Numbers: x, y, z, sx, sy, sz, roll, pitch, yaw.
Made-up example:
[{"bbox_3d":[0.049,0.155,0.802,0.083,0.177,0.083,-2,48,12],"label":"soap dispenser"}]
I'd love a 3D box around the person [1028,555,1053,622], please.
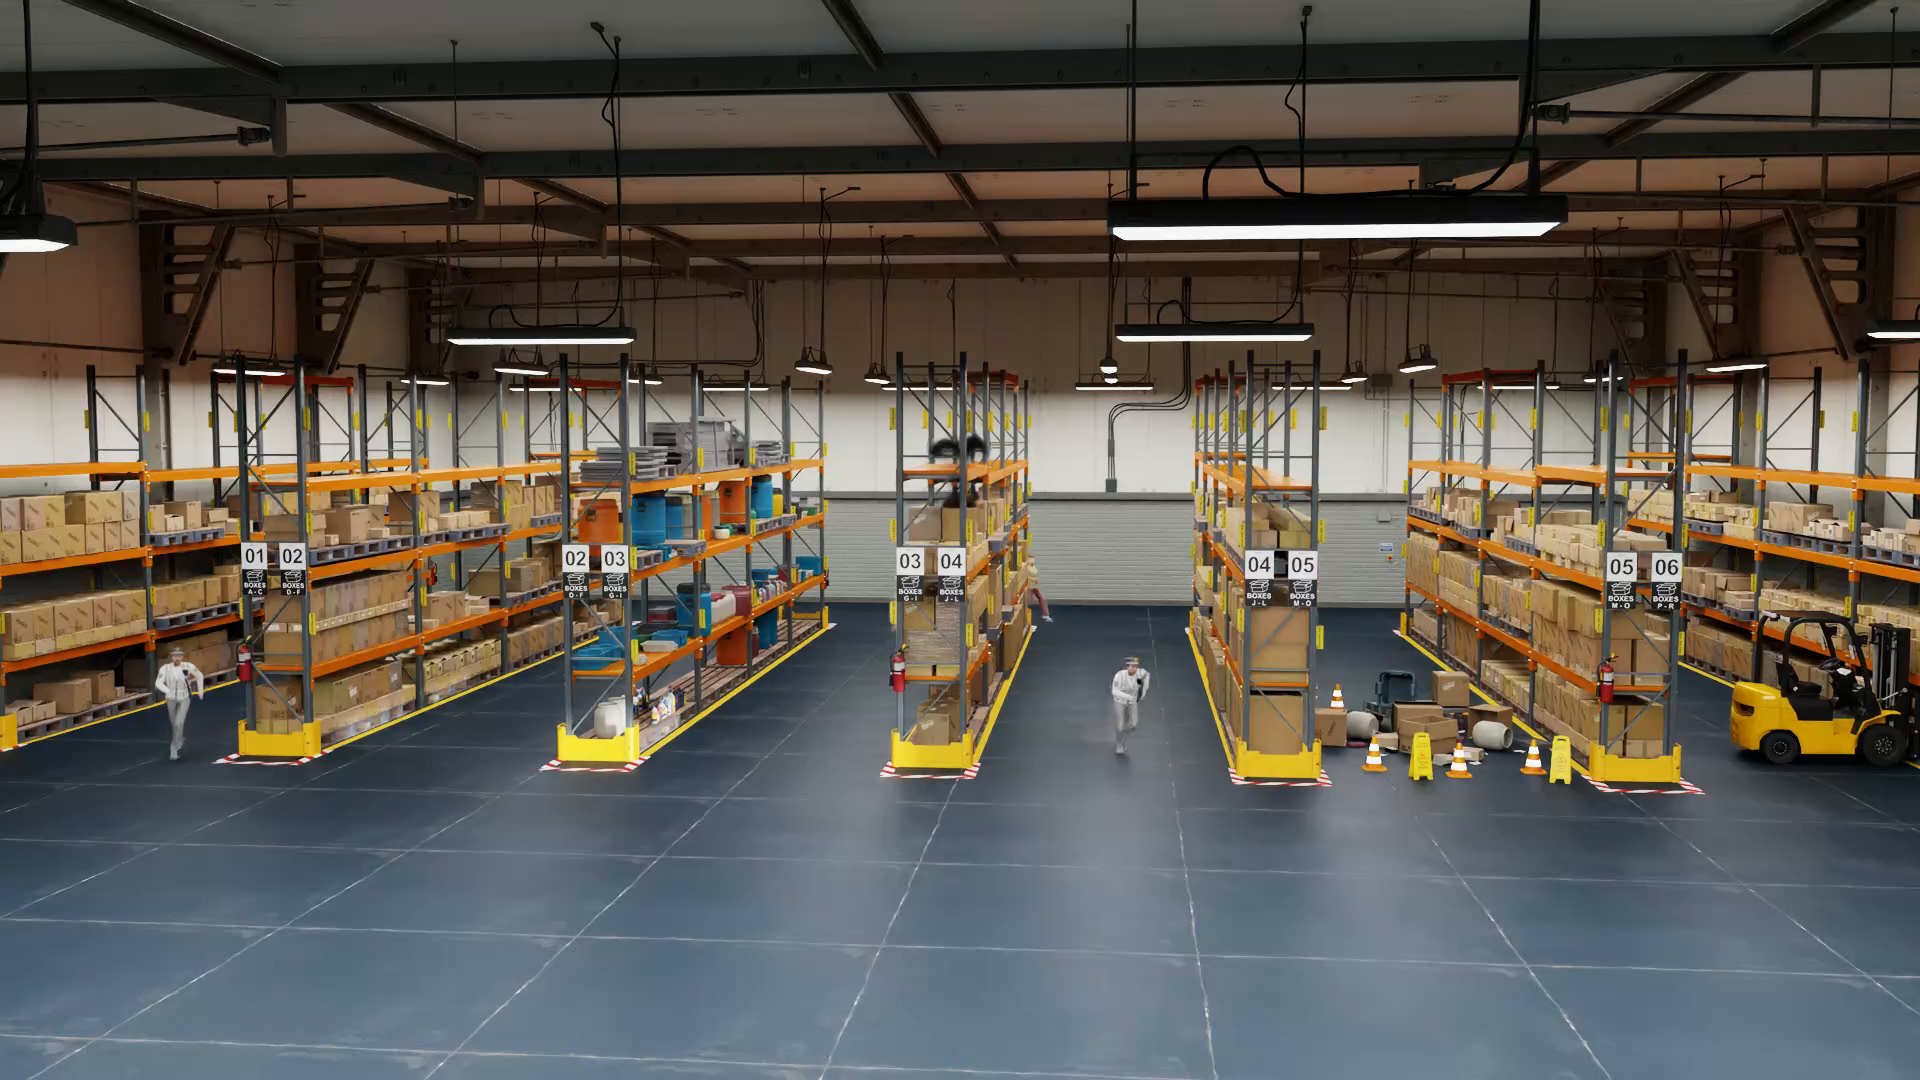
[{"bbox_3d":[1.795,1.210,41.704,0.971,1.660,0.595,3,5,37],"label":"person"}]

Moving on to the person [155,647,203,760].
[{"bbox_3d":[-11.722,2.409,25.005,0.592,1.686,0.845,-1,4,-11],"label":"person"}]

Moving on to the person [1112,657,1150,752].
[{"bbox_3d":[2.565,2.473,24.951,0.650,1.518,0.826,-1,4,-14],"label":"person"}]

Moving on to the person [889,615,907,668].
[{"bbox_3d":[-1.082,1.799,33.178,0.673,1.731,0.622,0,4,-6],"label":"person"}]
